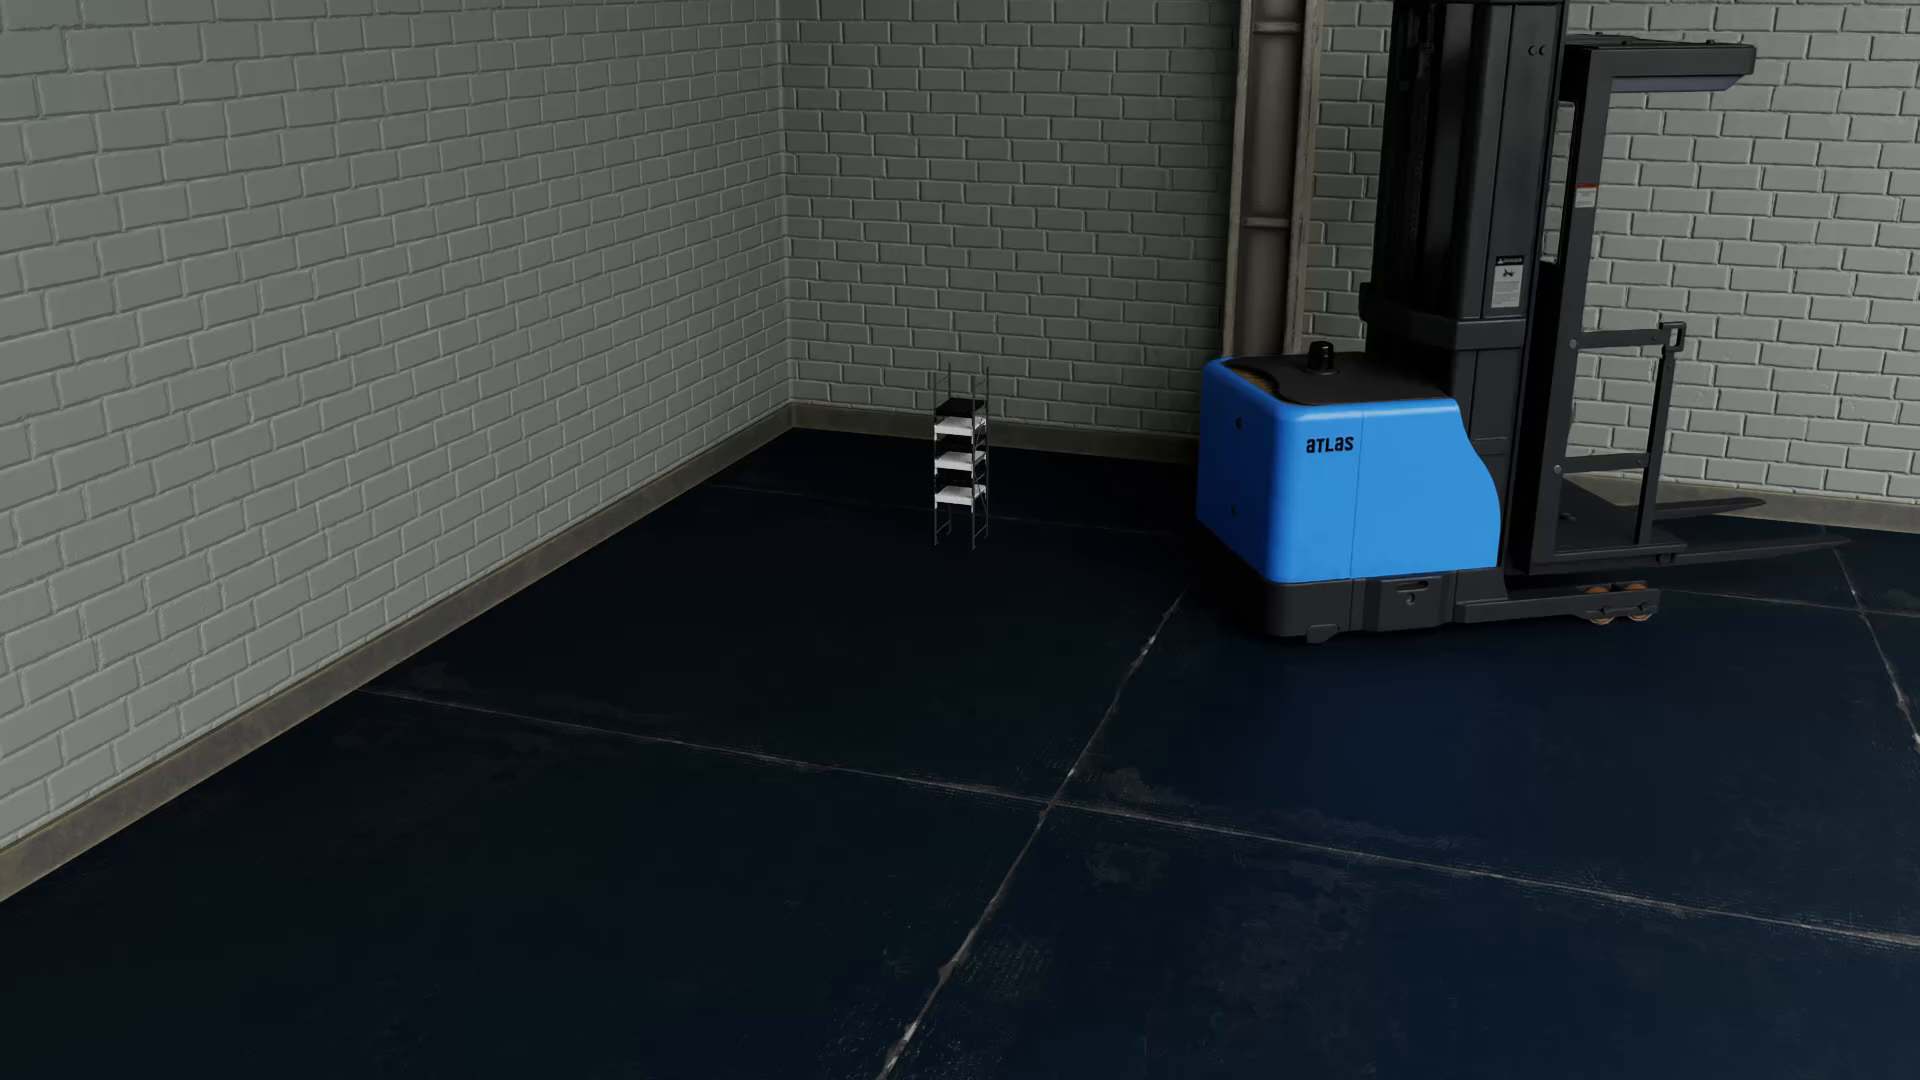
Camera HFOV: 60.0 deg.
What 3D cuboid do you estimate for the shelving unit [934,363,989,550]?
[{"bbox_3d":[0.008,-0.424,8.426,0.210,0.900,0.258,7,20,18],"label":"shelving unit"}]

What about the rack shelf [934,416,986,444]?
[{"bbox_3d":[0.008,-0.563,8.377,0.200,0.077,0.258,7,20,18],"label":"rack shelf"}]

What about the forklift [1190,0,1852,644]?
[{"bbox_3d":[2.684,-1.168,7.475,3.031,2.935,1.130,-4,20,-12],"label":"forklift"}]

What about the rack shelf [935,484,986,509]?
[{"bbox_3d":[0.008,-0.223,8.496,0.200,0.077,0.258,7,20,18],"label":"rack shelf"}]

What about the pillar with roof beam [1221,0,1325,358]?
[{"bbox_3d":[0.288,-3.278,4.307,0.400,9.000,9.100,7,20,18],"label":"pillar with roof beam"}]

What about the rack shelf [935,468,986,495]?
[{"bbox_3d":[0.008,-0.308,8.466,0.200,0.077,0.258,7,20,18],"label":"rack shelf"}]

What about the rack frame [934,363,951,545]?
[{"bbox_3d":[-0.088,-0.435,8.457,0.006,0.900,0.240,7,20,18],"label":"rack frame"}]

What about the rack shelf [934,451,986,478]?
[{"bbox_3d":[0.008,-0.393,8.437,0.200,0.077,0.258,7,20,18],"label":"rack shelf"}]

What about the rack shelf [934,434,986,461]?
[{"bbox_3d":[0.008,-0.478,8.407,0.200,0.077,0.258,7,20,18],"label":"rack shelf"}]

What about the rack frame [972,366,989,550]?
[{"bbox_3d":[0.104,-0.413,8.394,0.006,0.900,0.240,7,20,18],"label":"rack frame"}]

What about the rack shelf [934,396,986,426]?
[{"bbox_3d":[0.008,-0.648,8.348,0.200,0.077,0.258,7,20,18],"label":"rack shelf"}]
